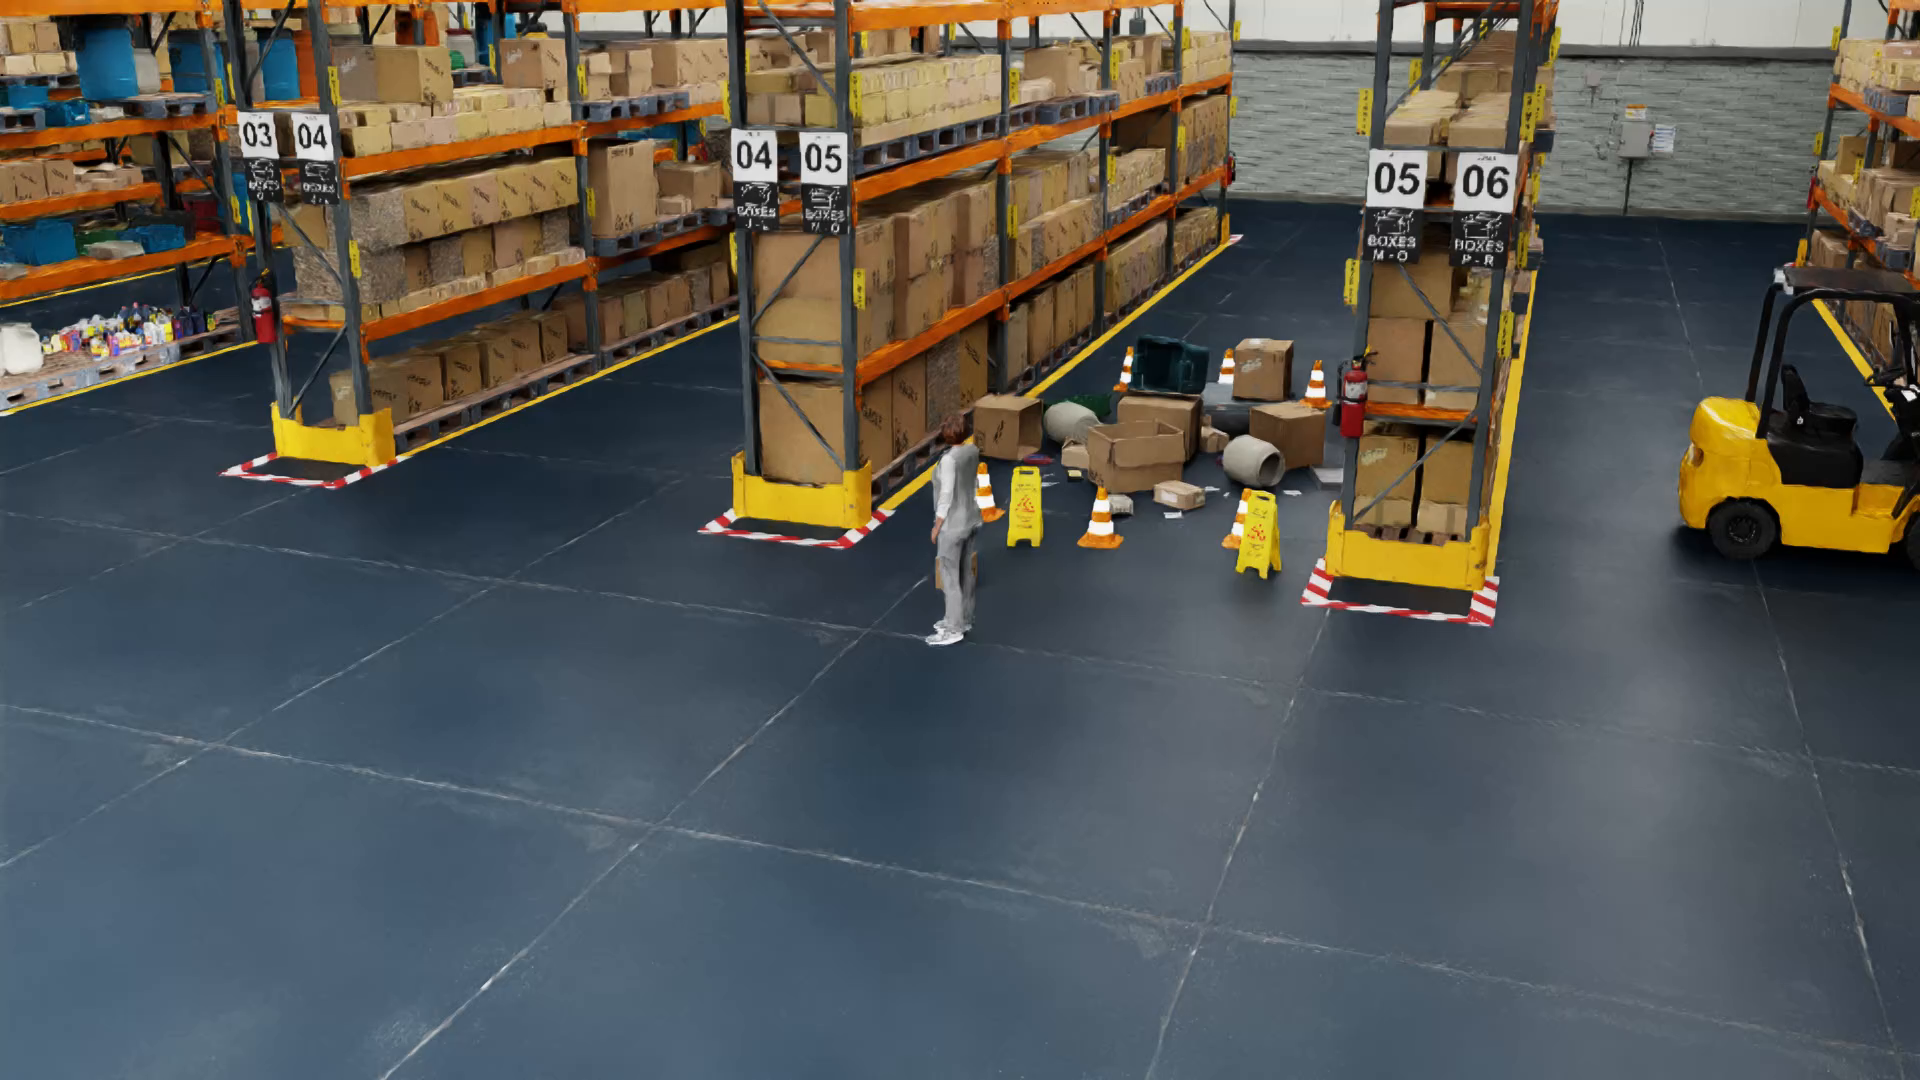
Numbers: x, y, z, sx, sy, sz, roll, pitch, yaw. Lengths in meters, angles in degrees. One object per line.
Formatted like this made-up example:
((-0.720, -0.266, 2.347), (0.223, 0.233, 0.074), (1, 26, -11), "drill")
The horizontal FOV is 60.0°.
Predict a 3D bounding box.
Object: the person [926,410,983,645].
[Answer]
((-0.036, -0.085, 11.300), (0.363, 1.632, 0.460), (11, 22, 29), "person")
